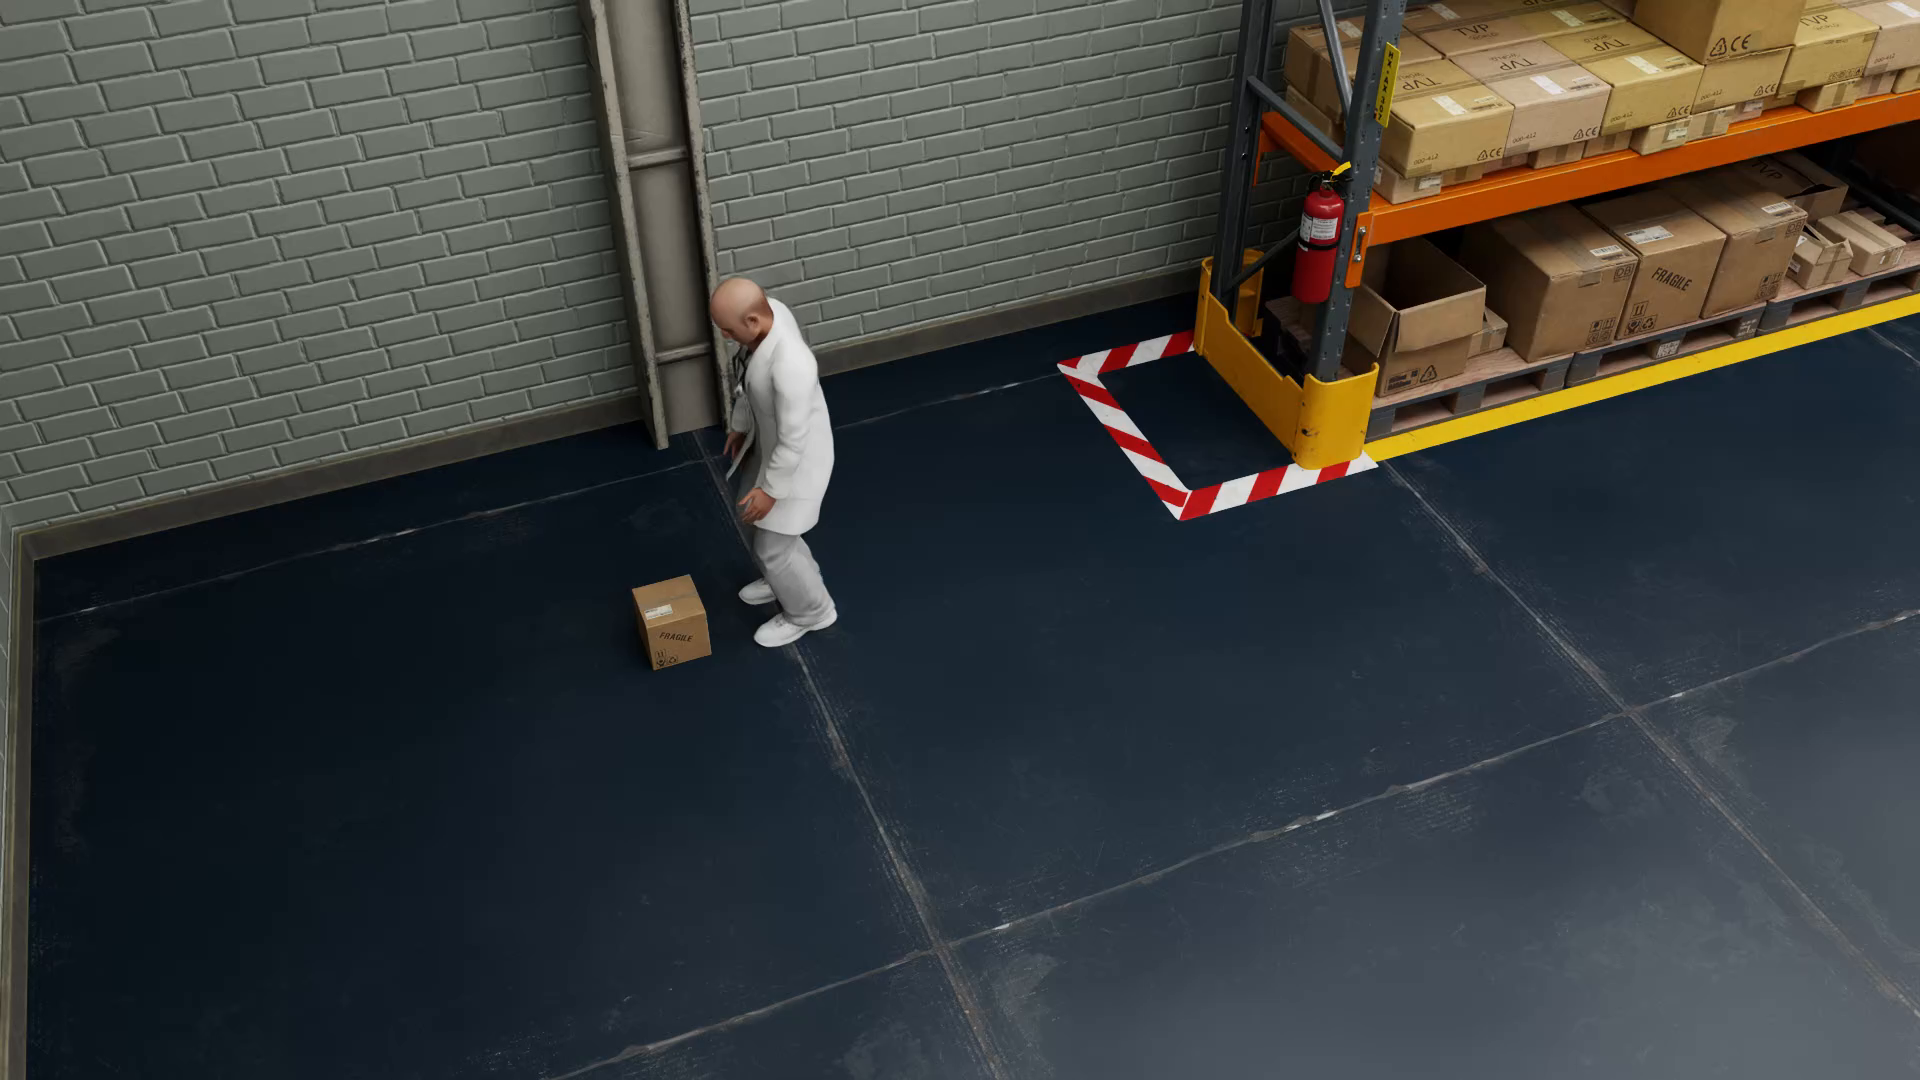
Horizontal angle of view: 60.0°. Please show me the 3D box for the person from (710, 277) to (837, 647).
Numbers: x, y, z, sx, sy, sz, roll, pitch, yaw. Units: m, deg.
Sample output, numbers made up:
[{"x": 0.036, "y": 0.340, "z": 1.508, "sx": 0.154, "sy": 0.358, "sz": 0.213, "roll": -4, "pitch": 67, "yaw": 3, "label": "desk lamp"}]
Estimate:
[{"x": -0.719, "y": -0.315, "z": 6.593, "sx": 0.441, "sy": 1.707, "sz": 0.595, "roll": -14, "pitch": 43, "yaw": -16, "label": "person"}]
